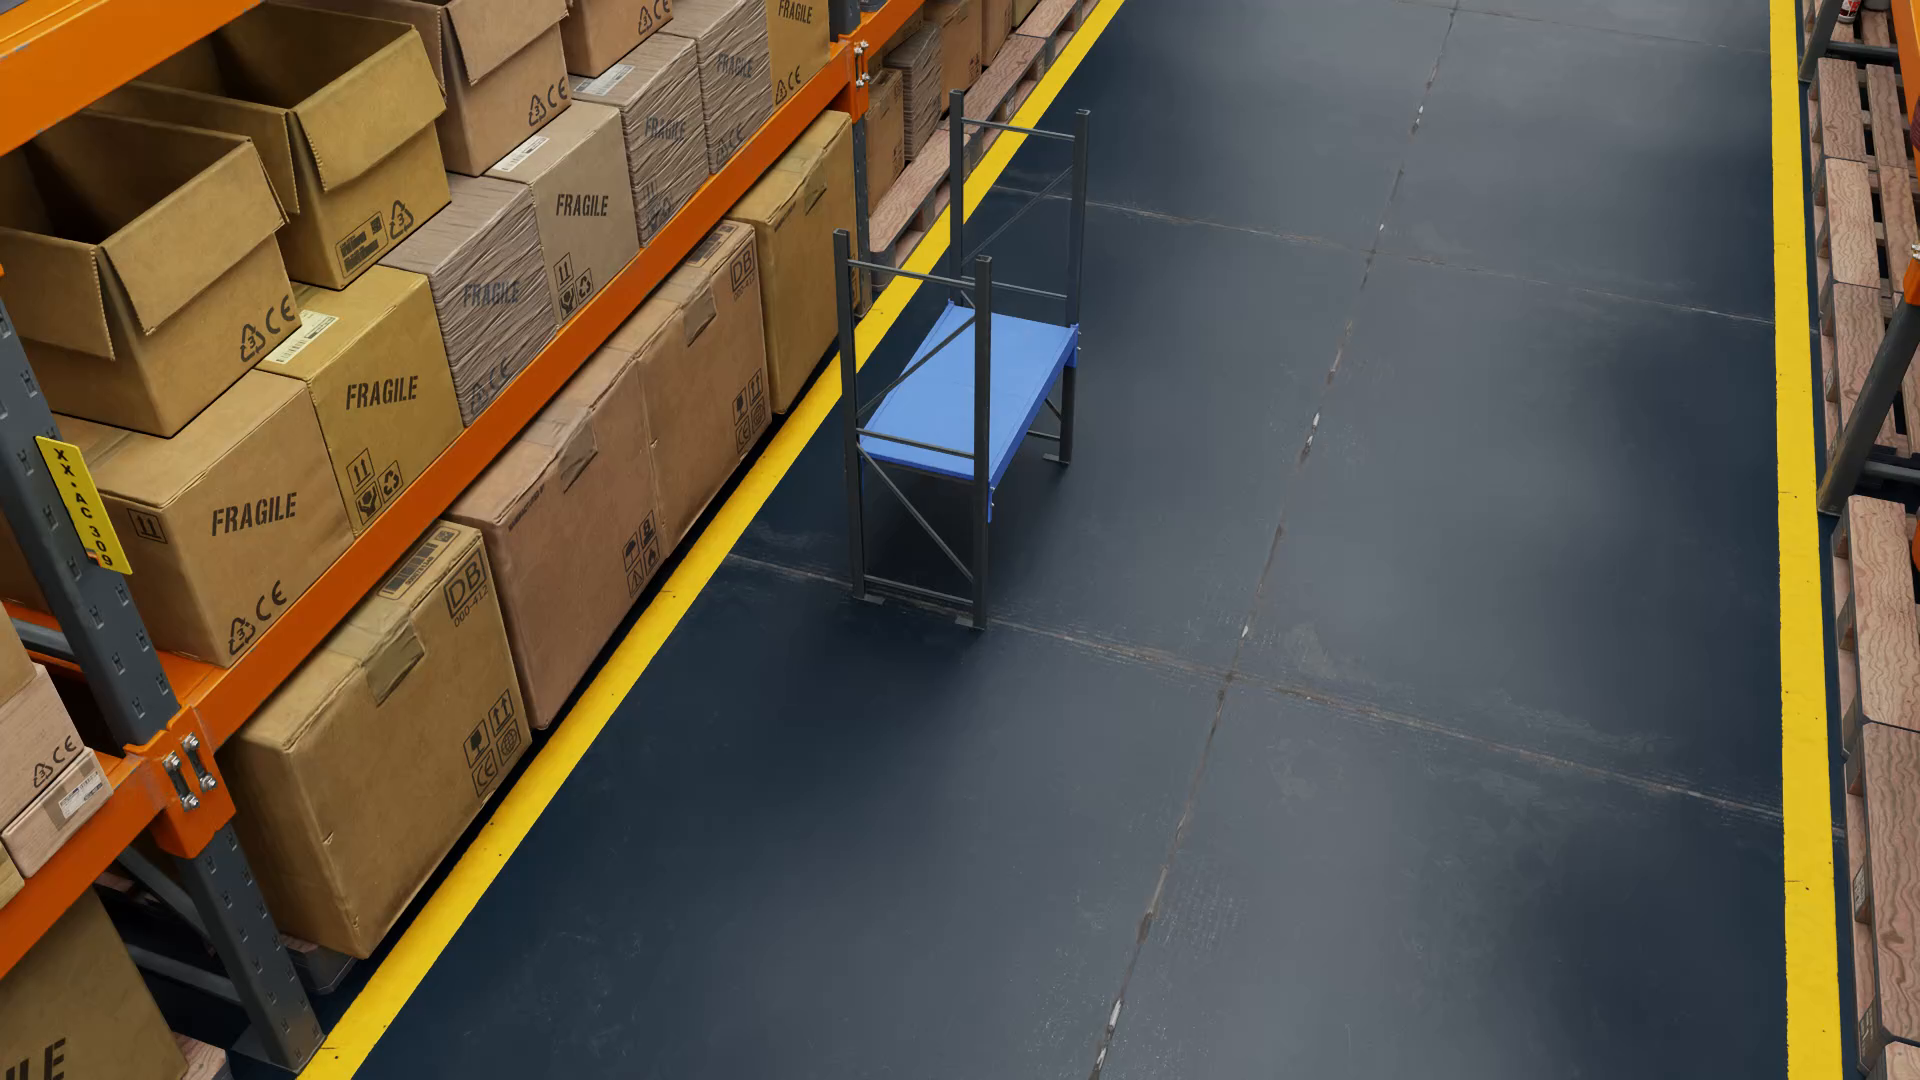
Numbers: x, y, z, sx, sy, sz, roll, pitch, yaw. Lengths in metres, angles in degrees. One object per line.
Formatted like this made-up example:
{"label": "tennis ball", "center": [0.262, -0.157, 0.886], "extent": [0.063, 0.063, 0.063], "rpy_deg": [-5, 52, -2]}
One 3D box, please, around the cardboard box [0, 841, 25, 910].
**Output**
{"label": "cardboard box", "center": [-2.135, 0.684, 3.330], "extent": [0.380, 0.149, 0.250], "rpy_deg": [14, 42, 16]}

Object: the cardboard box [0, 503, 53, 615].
{"label": "cardboard box", "center": [-2.348, -0.211, 4.109], "extent": [0.500, 0.500, 0.500], "rpy_deg": [13, 42, 15]}

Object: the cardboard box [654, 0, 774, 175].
{"label": "cardboard box", "center": [-0.995, -1.646, 5.791], "extent": [0.500, 0.500, 0.500], "rpy_deg": [13, 42, 15]}

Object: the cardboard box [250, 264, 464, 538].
{"label": "cardboard box", "center": [-1.688, -0.397, 4.327], "extent": [0.500, 0.500, 0.500], "rpy_deg": [13, 42, 15]}

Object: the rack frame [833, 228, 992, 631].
{"label": "rack frame", "center": [-0.145, -0.313, 5.461], "extent": [0.500, 1.500, 0.032], "rpy_deg": [13, 42, 15]}

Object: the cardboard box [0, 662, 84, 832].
{"label": "cardboard box", "center": [-2.155, 0.444, 3.305], "extent": [0.500, 0.250, 0.500], "rpy_deg": [13, 42, 14]}

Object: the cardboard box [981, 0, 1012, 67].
{"label": "cardboard box", "center": [-0.117, -2.925, 8.955], "extent": [0.700, 0.500, 0.500], "rpy_deg": [10, 41, 11]}

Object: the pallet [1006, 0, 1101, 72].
{"label": "pallet", "center": [0.220, -3.171, 9.804], "extent": [1.003, 0.211, 1.213], "rpy_deg": [13, 42, 15]}

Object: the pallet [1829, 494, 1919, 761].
{"label": "pallet", "center": [3.541, 0.383, 5.638], "extent": [1.003, 0.211, 1.213], "rpy_deg": [13, 42, 15]}

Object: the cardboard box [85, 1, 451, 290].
{"label": "cardboard box", "center": [-1.795, -1.054, 4.325], "extent": [0.797, 0.503, 0.637], "rpy_deg": [14, 42, 16]}

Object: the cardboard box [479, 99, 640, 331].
{"label": "cardboard box", "center": [-1.345, -1.019, 5.056], "extent": [0.500, 0.500, 0.500], "rpy_deg": [14, 42, 16]}

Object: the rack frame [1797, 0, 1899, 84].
{"label": "rack frame", "center": [5.139, -3.607, 8.167], "extent": [1.000, 3.000, 0.127], "rpy_deg": [13, 42, 15]}

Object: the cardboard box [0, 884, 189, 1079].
{"label": "cardboard box", "center": [-2.552, 1.206, 3.839], "extent": [0.875, 0.875, 0.875], "rpy_deg": [13, 42, 15]}

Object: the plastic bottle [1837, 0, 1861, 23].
{"label": "plastic bottle", "center": [4.970, -3.001, 9.273], "extent": [0.097, 0.201, 0.097], "rpy_deg": [0, 40, 0]}

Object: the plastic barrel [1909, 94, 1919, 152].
{"label": "plastic barrel", "center": [3.645, -1.570, 5.674], "extent": [0.600, 0.536, 0.708], "rpy_deg": [13, 42, 15]}

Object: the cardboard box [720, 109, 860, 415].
{"label": "cardboard box", "center": [-1.139, -1.202, 6.661], "extent": [1.225, 0.875, 0.875], "rpy_deg": [11, 42, 13]}

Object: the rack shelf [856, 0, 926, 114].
{"label": "rack shelf", "center": [-0.199, -3.213, 8.259], "extent": [1.077, 0.370, 4.000], "rpy_deg": [13, 42, 15]}

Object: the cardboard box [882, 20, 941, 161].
{"label": "cardboard box", "center": [-0.495, -2.238, 8.149], "extent": [0.700, 0.500, 0.500], "rpy_deg": [10, 41, 12]}

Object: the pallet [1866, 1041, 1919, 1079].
{"label": "pallet", "center": [2.706, 1.871, 3.894], "extent": [1.003, 0.211, 1.213], "rpy_deg": [13, 42, 15]}

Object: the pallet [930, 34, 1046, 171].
{"label": "pallet", "center": [-0.196, -2.424, 8.929], "extent": [1.003, 0.211, 1.213], "rpy_deg": [13, 42, 15]}

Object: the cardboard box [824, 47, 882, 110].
{"label": "cardboard box", "center": [-0.682, -2.184, 7.508], "extent": [0.500, 0.250, 0.500], "rpy_deg": [15, 43, 17]}

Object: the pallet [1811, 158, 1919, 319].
{"label": "pallet", "center": [4.491, -1.312, 7.626], "extent": [1.003, 0.211, 1.213], "rpy_deg": [13, 42, 15]}

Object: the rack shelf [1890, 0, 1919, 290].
{"label": "rack shelf", "center": [4.455, -2.114, 6.971], "extent": [1.077, 0.370, 4.000], "rpy_deg": [13, 42, 15]}

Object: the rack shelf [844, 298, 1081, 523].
{"label": "rack shelf", "center": [0.029, -0.486, 5.941], "extent": [0.538, 0.185, 1.000], "rpy_deg": [13, 42, 15]}

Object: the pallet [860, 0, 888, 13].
{"label": "pallet", "center": [-0.740, -2.652, 7.195], "extent": [1.213, 0.211, 1.003], "rpy_deg": [13, 42, 15]}

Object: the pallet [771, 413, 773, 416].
{"label": "pallet", "center": [-1.224, -0.742, 6.957], "extent": [1.003, 0.211, 1.213], "rpy_deg": [13, 42, 15]}

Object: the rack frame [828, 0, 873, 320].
{"label": "rack frame", "center": [-0.883, -2.267, 6.596], "extent": [1.000, 3.000, 0.127], "rpy_deg": [13, 42, 15]}

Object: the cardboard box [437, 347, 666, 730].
{"label": "cardboard box", "center": [-1.746, -0.119, 5.392], "extent": [1.225, 0.875, 0.875], "rpy_deg": [12, 42, 14]}

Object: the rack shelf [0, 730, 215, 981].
{"label": "rack shelf", "center": [-2.935, 1.666, 2.540], "extent": [1.077, 0.370, 4.000], "rpy_deg": [13, 42, 15]}

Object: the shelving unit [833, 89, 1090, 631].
{"label": "shelving unit", "center": [0.029, -0.623, 5.824], "extent": [0.538, 1.500, 1.048], "rpy_deg": [13, 42, 15]}

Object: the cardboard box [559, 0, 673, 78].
{"label": "cardboard box", "center": [-1.374, -1.847, 5.254], "extent": [0.797, 0.503, 0.637], "rpy_deg": [14, 42, 16]}
